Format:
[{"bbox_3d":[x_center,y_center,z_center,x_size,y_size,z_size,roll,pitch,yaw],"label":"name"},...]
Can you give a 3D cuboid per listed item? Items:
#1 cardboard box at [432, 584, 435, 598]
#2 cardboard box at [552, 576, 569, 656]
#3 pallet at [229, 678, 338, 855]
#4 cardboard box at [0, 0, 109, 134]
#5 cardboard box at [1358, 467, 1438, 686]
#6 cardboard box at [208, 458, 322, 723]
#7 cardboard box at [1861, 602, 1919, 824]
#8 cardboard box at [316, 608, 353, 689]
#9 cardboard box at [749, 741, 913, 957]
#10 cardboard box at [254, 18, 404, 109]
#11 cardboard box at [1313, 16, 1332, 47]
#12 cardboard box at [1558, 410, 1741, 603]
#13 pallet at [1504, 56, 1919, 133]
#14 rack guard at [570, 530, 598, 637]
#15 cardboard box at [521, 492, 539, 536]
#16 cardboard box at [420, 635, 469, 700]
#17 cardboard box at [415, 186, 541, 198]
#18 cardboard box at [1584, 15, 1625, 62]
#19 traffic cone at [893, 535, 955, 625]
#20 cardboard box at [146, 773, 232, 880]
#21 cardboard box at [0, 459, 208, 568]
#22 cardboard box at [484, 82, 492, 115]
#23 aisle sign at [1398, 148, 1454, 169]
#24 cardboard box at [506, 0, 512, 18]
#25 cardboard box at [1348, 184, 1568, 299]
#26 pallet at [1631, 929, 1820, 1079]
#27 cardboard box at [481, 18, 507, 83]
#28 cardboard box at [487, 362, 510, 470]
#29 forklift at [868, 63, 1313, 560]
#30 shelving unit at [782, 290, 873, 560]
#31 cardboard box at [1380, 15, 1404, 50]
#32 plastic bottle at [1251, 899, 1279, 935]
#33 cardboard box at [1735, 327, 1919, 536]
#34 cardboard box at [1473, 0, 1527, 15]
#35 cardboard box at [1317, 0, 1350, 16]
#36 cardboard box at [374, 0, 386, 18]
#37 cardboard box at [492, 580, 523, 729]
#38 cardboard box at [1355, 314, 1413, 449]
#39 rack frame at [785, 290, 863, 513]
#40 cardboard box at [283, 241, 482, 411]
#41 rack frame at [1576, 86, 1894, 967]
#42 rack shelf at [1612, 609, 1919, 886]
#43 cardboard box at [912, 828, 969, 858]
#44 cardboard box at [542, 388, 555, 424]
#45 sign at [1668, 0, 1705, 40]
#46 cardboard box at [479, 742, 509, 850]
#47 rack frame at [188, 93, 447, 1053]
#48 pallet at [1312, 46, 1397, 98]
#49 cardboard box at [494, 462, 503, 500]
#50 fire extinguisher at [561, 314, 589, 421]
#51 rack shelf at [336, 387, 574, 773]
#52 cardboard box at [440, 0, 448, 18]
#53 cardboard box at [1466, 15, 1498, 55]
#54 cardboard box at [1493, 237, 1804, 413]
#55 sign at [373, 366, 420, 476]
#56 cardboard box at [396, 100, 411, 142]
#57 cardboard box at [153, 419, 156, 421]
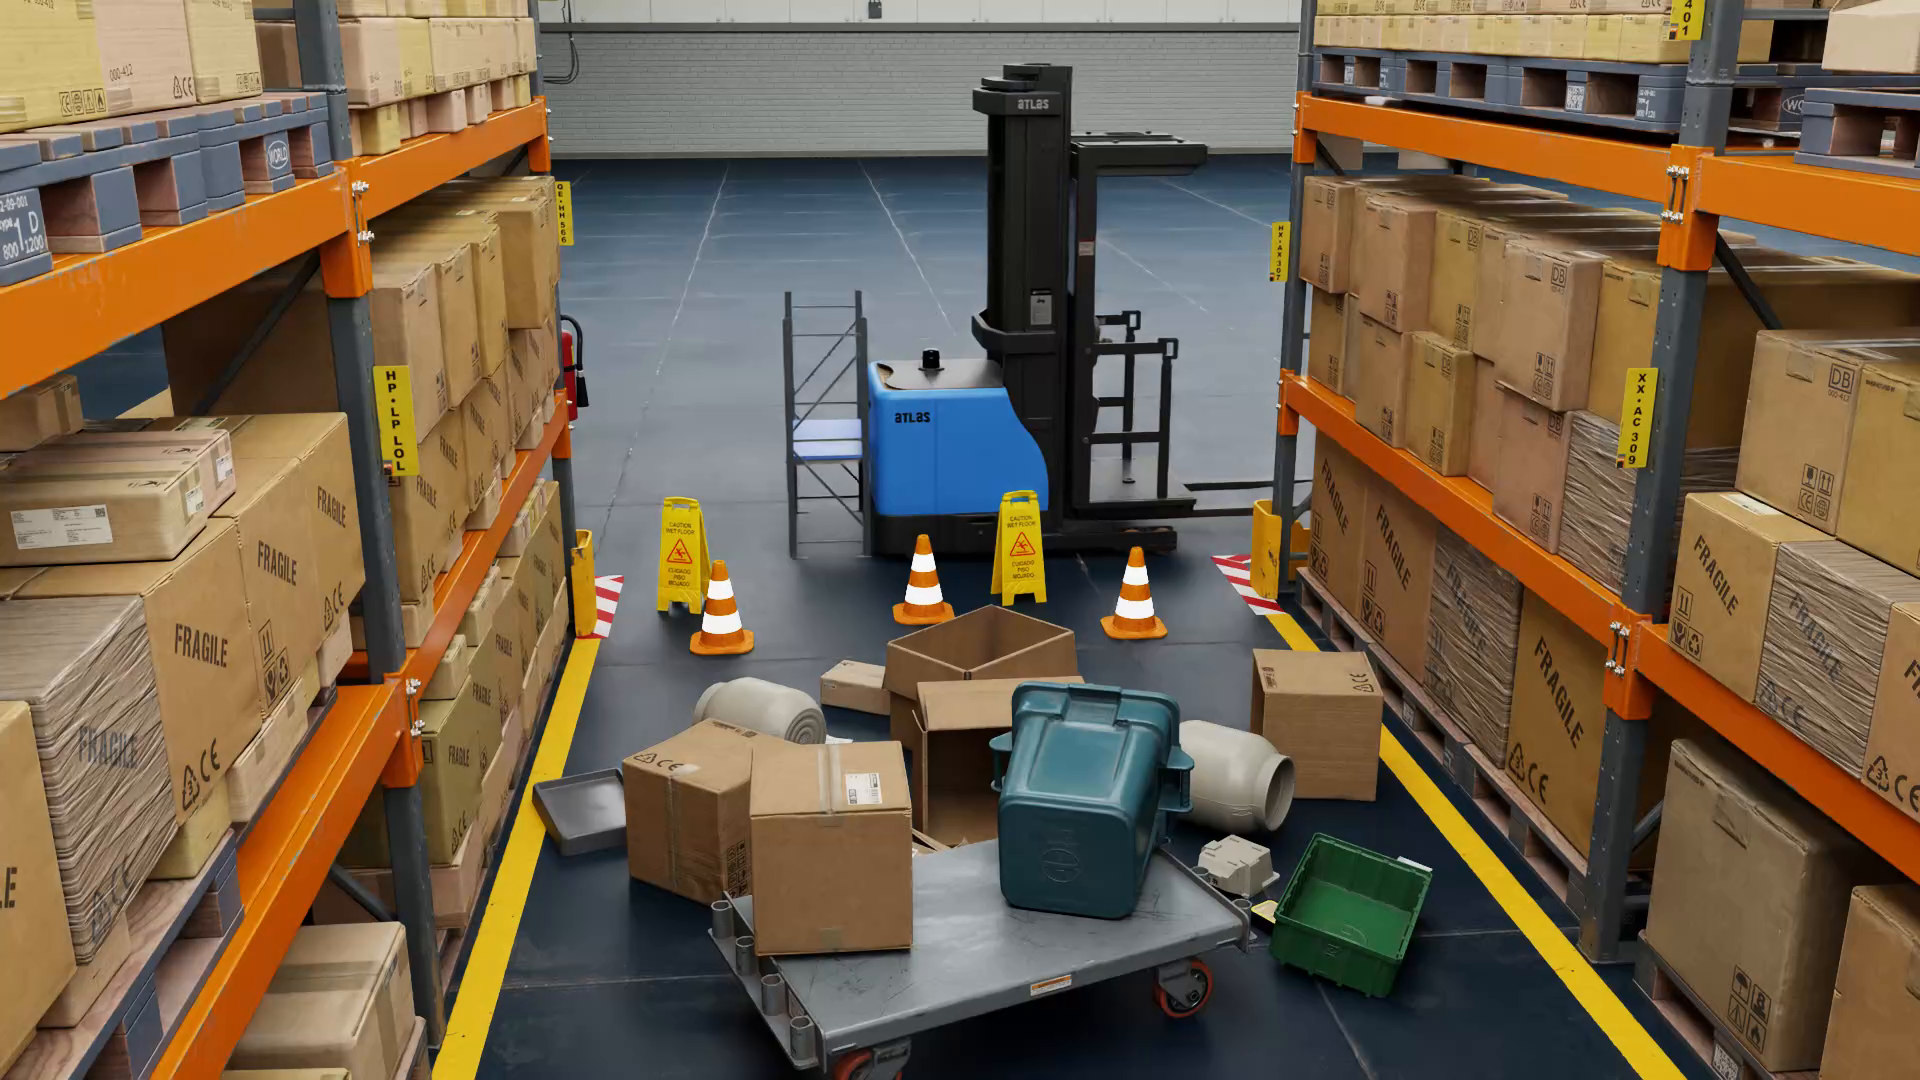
[{"bbox_3d":[-1.981,0.168,5.552,0.380,0.149,0.250,-1,17,-4],"label":"cardboard box"},{"bbox_3d":[-2.249,0.385,8.331,0.500,0.250,0.500,-2,18,-6],"label":"cardboard box"},{"bbox_3d":[-2.256,0.550,4.238,1.003,0.211,1.213,-2,18,-6],"label":"pallet"},{"bbox_3d":[-1.887,-0.861,2.955,0.500,0.250,0.500,-2,17,-5],"label":"cardboard box"},{"bbox_3d":[2.539,0.127,8.112,0.875,0.875,0.875,-2,18,-7],"label":"cardboard box"},{"bbox_3d":[-1.861,0.114,3.941,0.500,0.500,0.500,-2,18,-5],"label":"cardboard box"},{"bbox_3d":[2.612,0.460,4.038,0.500,0.500,0.500,-2,18,-6],"label":"cardboard box"},{"bbox_3d":[-1.862,0.290,4.463,0.380,0.149,0.250,-2,17,-5],"label":"cardboard box"},{"bbox_3d":[-0.422,0.993,5.414,0.500,0.500,0.500,-2,18,-6],"label":"cardboard box"},{"bbox_3d":[-1.963,-1.415,4.922,0.500,0.250,0.500,-2,18,-7],"label":"cardboard box"},{"bbox_3d":[2.027,-2.596,8.482,0.380,0.149,0.250,-2,18,-5],"label":"cardboard box"},{"bbox_3d":[2.674,-0.138,5.859,0.875,0.550,0.550,-2,18,-6],"label":"cardboard box"},{"bbox_3d":[2.650,-1.590,5.874,1.003,0.211,1.213,-2,18,-6],"label":"pallet"},{"bbox_3d":[-2.594,0.250,9.048,1.175,0.500,0.348,-2,18,-6],"label":"rack guard"},{"bbox_3d":[-2.133,-0.109,7.570,0.380,0.149,0.250,-1,17,-5],"label":"cardboard box"},{"bbox_3d":[-1.935,0.447,5.800,0.380,0.149,0.250,-2,17,-5],"label":"cardboard box"},{"bbox_3d":[-2.288,-1.336,7.592,0.700,0.500,0.500,-2,18,-5],"label":"cardboard box"},{"bbox_3d":[2.342,-1.690,5.596,0.380,0.149,0.250,-1,17,-5],"label":"cardboard box"},{"bbox_3d":[-0.206,0.197,9.276,0.336,0.463,0.334,-2,18,-6],"label":"traffic cone"},{"bbox_3d":[-1.771,0.595,3.493,0.380,0.149,0.250,-2,18,-6],"label":"cardboard box"},{"bbox_3d":[-1.782,-0.057,3.403,0.380,0.149,0.250,-3,18,-8],"label":"cardboard box"},{"bbox_3d":[-2.203,-1.876,7.055,0.380,0.149,0.250,-2,18,-6],"label":"cardboard box"},{"bbox_3d":[2.602,-2.419,9.036,0.394,0.787,0.004,-2,18,-6],"label":"aisle sign"},{"bbox_3d":[-2.285,-2.488,7.674,0.380,0.149,0.250,-1,17,-5],"label":"cardboard box"},{"bbox_3d":[2.459,-1.463,8.275,0.875,0.550,0.550,-2,18,-6],"label":"cardboard box"},{"bbox_3d":[2.878,1.601,5.225,1.003,0.211,1.213,-2,18,-6],"label":"pallet"},{"bbox_3d":[-2.173,-2.019,6.845,0.500,0.250,0.500,-1,17,-4],"label":"cardboard box"},{"bbox_3d":[-2.144,-0.552,6.764,0.500,0.500,0.500,-2,17,-5],"label":"cardboard box"},{"bbox_3d":[0.926,-1.453,10.414,3.031,2.935,1.130,-2,18,-7],"label":"forklift"},{"bbox_3d":[-0.847,-0.754,10.576,0.538,1.500,1.048,-2,17,-5],"label":"shelving unit"},{"bbox_3d":[2.132,-2.295,7.524,0.380,0.149,0.250,-2,18,-5],"label":"cardboard box"},{"bbox_3d":[1.194,1.409,6.086,0.133,0.061,0.283,-12,21,-34],"label":"plastic bottle"},{"bbox_3d":[2.781,-0.334,4.897,0.700,0.500,0.500,-2,18,-7],"label":"cardboard box"},{"bbox_3d":[2.316,-2.145,6.380,0.500,0.250,0.500,-2,18,-6],"label":"cardboard box"},{"bbox_3d":[2.105,-2.747,8.296,0.500,0.250,0.500,-2,18,-6],"label":"cardboard box"},{"bbox_3d":[-1.953,-1.646,4.993,0.380,0.149,0.250,-1,17,-4],"label":"cardboard box"},{"bbox_3d":[-2.101,0.482,6.771,0.500,0.500,0.500,-1,17,-3],"label":"cardboard box"},{"bbox_3d":[2.406,-0.777,7.895,0.875,0.550,0.550,-2,18,-6],"label":"cardboard box"},{"bbox_3d":[-0.892,-0.906,11.059,0.500,1.500,0.032,-2,17,-5],"label":"rack frame"},{"bbox_3d":[-2.050,-0.731,5.666,0.700,0.500,0.500,-2,18,-5],"label":"cardboard box"},{"bbox_3d":[2.724,0.043,5.532,1.000,3.000,0.127,-2,18,-6],"label":"rack frame"},{"bbox_3d":[2.930,0.982,3.742,1.077,0.370,4.000,-2,18,-6],"label":"rack shelf"},{"bbox_3d":[-0.139,1.221,6.343,0.396,0.266,0.258,16,24,42],"label":"cardboard box"},{"bbox_3d":[-2.214,-0.669,8.220,0.380,0.149,0.250,-2,18,-6],"label":"cardboard box"},{"bbox_3d":[2.172,-1.655,4.938,0.100,0.325,0.005,-2,18,-6],"label":"sign"},{"bbox_3d":[-2.048,0.995,6.390,0.500,0.250,0.500,-1,17,-3],"label":"cardboard box"},{"bbox_3d":[-2.190,0.226,4.949,1.000,3.000,0.127,-2,18,-6],"label":"rack frame"},{"bbox_3d":[2.398,-2.317,8.189,1.003,0.211,1.213,-2,18,-6],"label":"pallet"},{"bbox_3d":[-2.080,-0.213,6.769,0.380,0.149,0.250,-2,18,-6],"label":"cardboard box"},{"bbox_3d":[-2.156,-0.977,8.911,0.296,0.674,0.183,-2,18,-6],"label":"fire extinguisher"},{"bbox_3d":[-2.396,-0.027,6.955,1.077,0.370,4.000,-2,18,-6],"label":"rack shelf"},{"bbox_3d":[-2.140,-2.030,6.216,0.380,0.149,0.250,-1,17,-5],"label":"cardboard box"},{"bbox_3d":[2.235,-1.994,6.566,0.380,0.149,0.250,-2,18,-6],"label":"cardboard box"},{"bbox_3d":[2.547,-0.815,6.212,0.875,0.550,0.550,-2,18,-6],"label":"cardboard box"},{"bbox_3d":[-1.638,-0.345,4.834,0.100,0.325,0.005,-2,18,-6],"label":"sign"},{"bbox_3d":[-2.071,-1.412,5.577,0.380,0.149,0.250,-1,17,-4],"label":"cardboard box"},{"bbox_3d":[-2.483,-0.088,5.287,0.500,0.500,0.500,-2,18,-7],"label":"cardboard box"}]
